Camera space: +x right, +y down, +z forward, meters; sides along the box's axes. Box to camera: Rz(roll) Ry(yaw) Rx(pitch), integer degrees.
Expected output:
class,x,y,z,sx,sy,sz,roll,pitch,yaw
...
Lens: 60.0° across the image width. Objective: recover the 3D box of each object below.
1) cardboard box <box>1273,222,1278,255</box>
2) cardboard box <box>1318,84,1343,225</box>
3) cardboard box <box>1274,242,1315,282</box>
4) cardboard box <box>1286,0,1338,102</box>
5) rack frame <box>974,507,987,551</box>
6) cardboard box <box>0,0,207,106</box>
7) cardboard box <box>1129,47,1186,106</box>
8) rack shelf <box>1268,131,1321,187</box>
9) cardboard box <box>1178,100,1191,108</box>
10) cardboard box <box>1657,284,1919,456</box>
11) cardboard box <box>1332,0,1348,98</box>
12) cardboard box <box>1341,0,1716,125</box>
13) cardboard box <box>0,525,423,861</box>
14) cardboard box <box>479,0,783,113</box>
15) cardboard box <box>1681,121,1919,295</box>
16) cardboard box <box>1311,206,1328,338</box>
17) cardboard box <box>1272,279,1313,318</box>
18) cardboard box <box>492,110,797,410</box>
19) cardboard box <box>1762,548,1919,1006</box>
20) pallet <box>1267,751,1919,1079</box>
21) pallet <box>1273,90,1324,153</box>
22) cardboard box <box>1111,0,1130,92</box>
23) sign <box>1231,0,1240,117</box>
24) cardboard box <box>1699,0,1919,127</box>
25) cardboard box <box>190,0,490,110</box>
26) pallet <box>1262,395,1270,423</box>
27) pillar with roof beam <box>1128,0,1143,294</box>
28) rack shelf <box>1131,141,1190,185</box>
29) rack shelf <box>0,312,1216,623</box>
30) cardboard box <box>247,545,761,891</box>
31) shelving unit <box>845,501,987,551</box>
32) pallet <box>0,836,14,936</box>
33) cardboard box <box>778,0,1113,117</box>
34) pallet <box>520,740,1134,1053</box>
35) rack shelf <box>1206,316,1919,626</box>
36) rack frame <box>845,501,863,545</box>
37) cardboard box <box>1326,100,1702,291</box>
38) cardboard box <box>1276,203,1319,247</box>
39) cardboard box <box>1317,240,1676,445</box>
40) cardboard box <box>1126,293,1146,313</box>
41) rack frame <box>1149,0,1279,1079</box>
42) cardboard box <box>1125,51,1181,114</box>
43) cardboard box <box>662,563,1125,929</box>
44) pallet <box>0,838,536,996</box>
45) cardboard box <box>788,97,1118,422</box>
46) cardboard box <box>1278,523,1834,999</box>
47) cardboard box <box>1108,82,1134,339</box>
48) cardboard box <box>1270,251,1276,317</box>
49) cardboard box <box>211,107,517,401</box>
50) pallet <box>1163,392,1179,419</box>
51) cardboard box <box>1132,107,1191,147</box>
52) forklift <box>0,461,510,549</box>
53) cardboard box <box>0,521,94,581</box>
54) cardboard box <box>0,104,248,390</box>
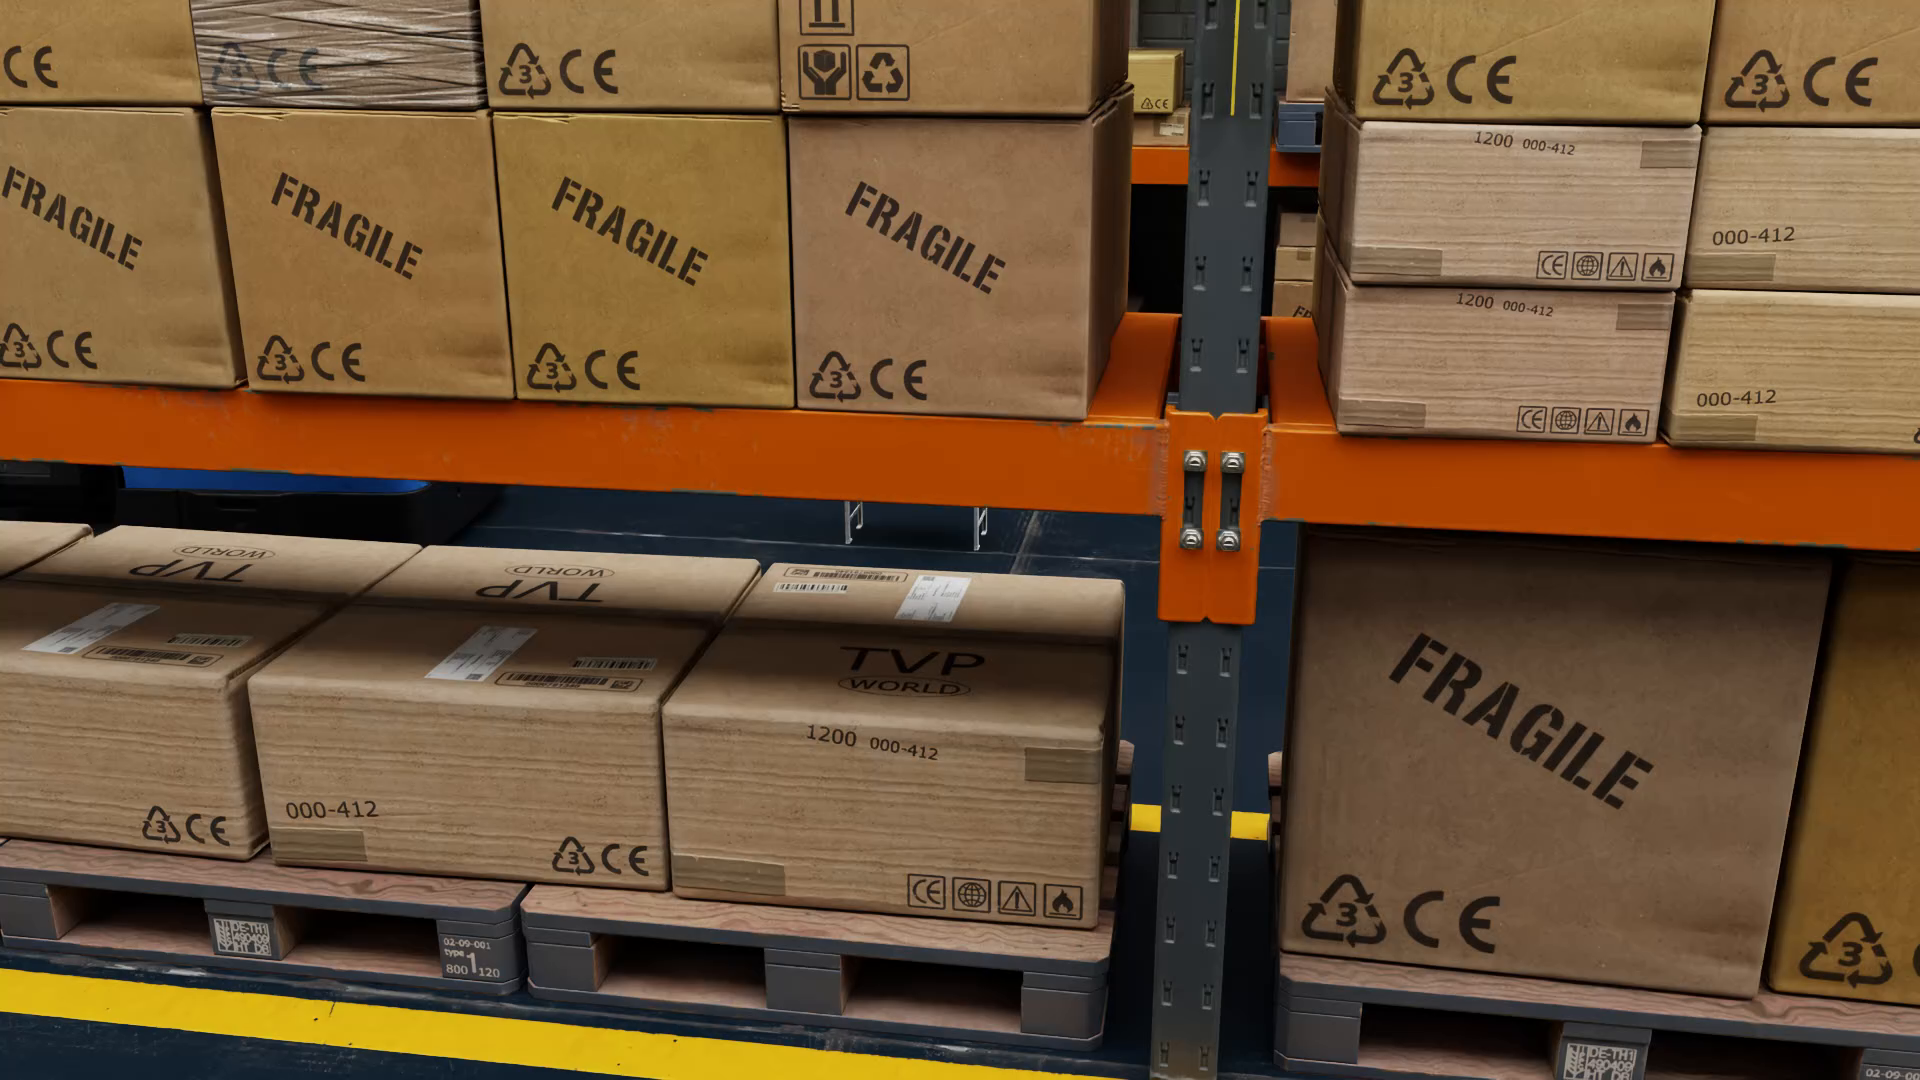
class,x,y,z,sx,sy,sz,roll,pitch,yaw
cardboard box,1.697,-1.482,8.261,0.250,0.149,0.380,2,19,6
cardboard box,0.979,-0.754,3.277,0.500,0.250,0.500,3,19,9
cardboard box,1.600,-1.309,7.743,0.250,0.149,0.380,4,19,11
cardboard box,1.730,-2.241,7.455,0.500,0.500,0.700,3,19,10
rack frame,0.077,-0.565,6.101,0.015,1.200,0.240,3,19,9
cardboard box,-1.503,-1.071,3.044,0.500,0.500,0.500,3,19,9
cardboard box,0.842,-2.269,8.123,0.500,0.250,0.500,3,19,8
rack shelf,3.263,-1.647,7.633,4.000,0.370,1.077,3,19,9
cardboard box,1.000,-2.073,8.166,0.250,0.149,0.380,3,19,9
cardboard box,1.408,-0.332,2.805,0.500,0.250,0.500,2,19,7
cardboard box,0.986,-1.112,3.165,0.500,0.500,0.500,4,19,10
cardboard box,0.894,-0.943,2.661,0.500,0.500,0.500,3,19,9
cardboard box,-1.872,0.326,3.977,0.875,0.438,0.875,3,19,10
cardboard box,-0.505,-1.021,2.893,0.500,0.500,0.500,3,19,8
cardboard box,1.414,-0.572,2.733,0.500,0.250,0.500,3,19,10
cardboard box,0.988,-0.519,3.364,0.500,0.250,0.500,2,19,7
cardboard box,1.730,-1.008,7.866,0.500,0.500,0.500,4,19,11
cardboard box,-0.503,-0.549,3.058,0.500,0.500,0.500,2,19,7
cardboard box,2.023,0.324,3.295,0.875,0.875,0.875,3,19,10
pallet,1.278,0.804,3.568,1.213,0.211,1.003,3,19,9
pallet,2.060,-1.924,7.628,1.213,0.211,1.003,3,19,9
cardboard box,0.073,-1.155,3.295,0.500,0.500,0.500,3,19,9
sign,0.418,-0.808,2.502,0.005,0.325,0.100,3,19,9
cardboard box,1.400,-0.926,2.611,0.500,0.500,0.500,3,19,8
cardboard box,-1.009,-1.043,2.961,0.500,0.500,0.500,3,19,9
pallet,2.097,-0.738,8.175,1.213,0.211,1.003,3,19,9
pillar with roof beam,0.061,-3.903,3.785,0.400,9.000,9.100,3,19,9
rack shelf,-0.686,-1.849,8.234,4.000,0.370,1.077,3,19,9
rack shelf,-1.470,-0.293,3.586,4.000,0.370,1.077,3,19,9
cardboard box,-0.982,0.372,3.840,0.875,0.438,0.875,2,19,7
shelving unit,-0.163,-0.577,6.138,0.503,1.200,0.258,3,19,9
pallet,-2.643,0.603,4.168,1.213,0.211,1.003,3,19,9
cardboard box,-0.005,-0.993,2.809,0.500,0.500,0.500,3,19,8
pallet,-0.234,0.726,3.801,1.213,0.211,1.003,3,19,9
rack shelf,2.479,-0.092,2.985,4.000,0.370,1.077,3,19,9
rack frame,-0.404,-0.590,6.174,0.015,1.200,0.240,3,19,9
cardboard box,0.894,-0.589,2.786,0.500,0.250,0.500,2,19,7
cardboard box,1.610,-1.469,7.753,0.250,0.149,0.380,3,19,8
cardboard box,0.897,-0.358,2.882,0.500,0.250,0.500,2,19,7
cardboard box,0.673,-1.120,8.500,0.500,0.311,0.500,4,19,11
rack frame,0.505,-0.534,3.171,0.127,3.000,1.000,3,19,9
cardboard box,0.747,-2.108,7.644,0.500,0.250,0.500,3,19,10
cardboard box,-0.098,0.417,3.706,0.875,0.438,0.875,3,19,8
pallet,-1.442,0.665,3.983,1.213,0.211,1.003,3,19,9
cardboard box,0.006,-0.525,2.986,0.500,0.500,0.500,3,19,9
cardboard box,1.130,0.281,3.423,0.875,0.875,0.875,4,19,10
cardboard box,0.083,-0.687,3.471,0.500,0.500,0.500,4,19,10
cardboard box,1.820,-1.171,8.353,0.500,0.500,0.500,3,19,8
cardboard box,-1.001,-0.569,3.120,0.500,0.500,0.500,3,19,8
pallet,0.610,-0.801,8.366,1.213,0.211,1.003,3,19,9
cardboard box,0.933,-1.907,7.671,0.250,0.149,0.380,3,19,9
forklift,-3.360,-1.450,6.018,3.031,2.935,1.130,1,19,4
cardboard box,-2.777,0.283,4.107,0.875,0.438,0.875,2,19,7
cardboard box,-1.516,-0.601,3.213,0.500,0.500,0.500,4,19,10
